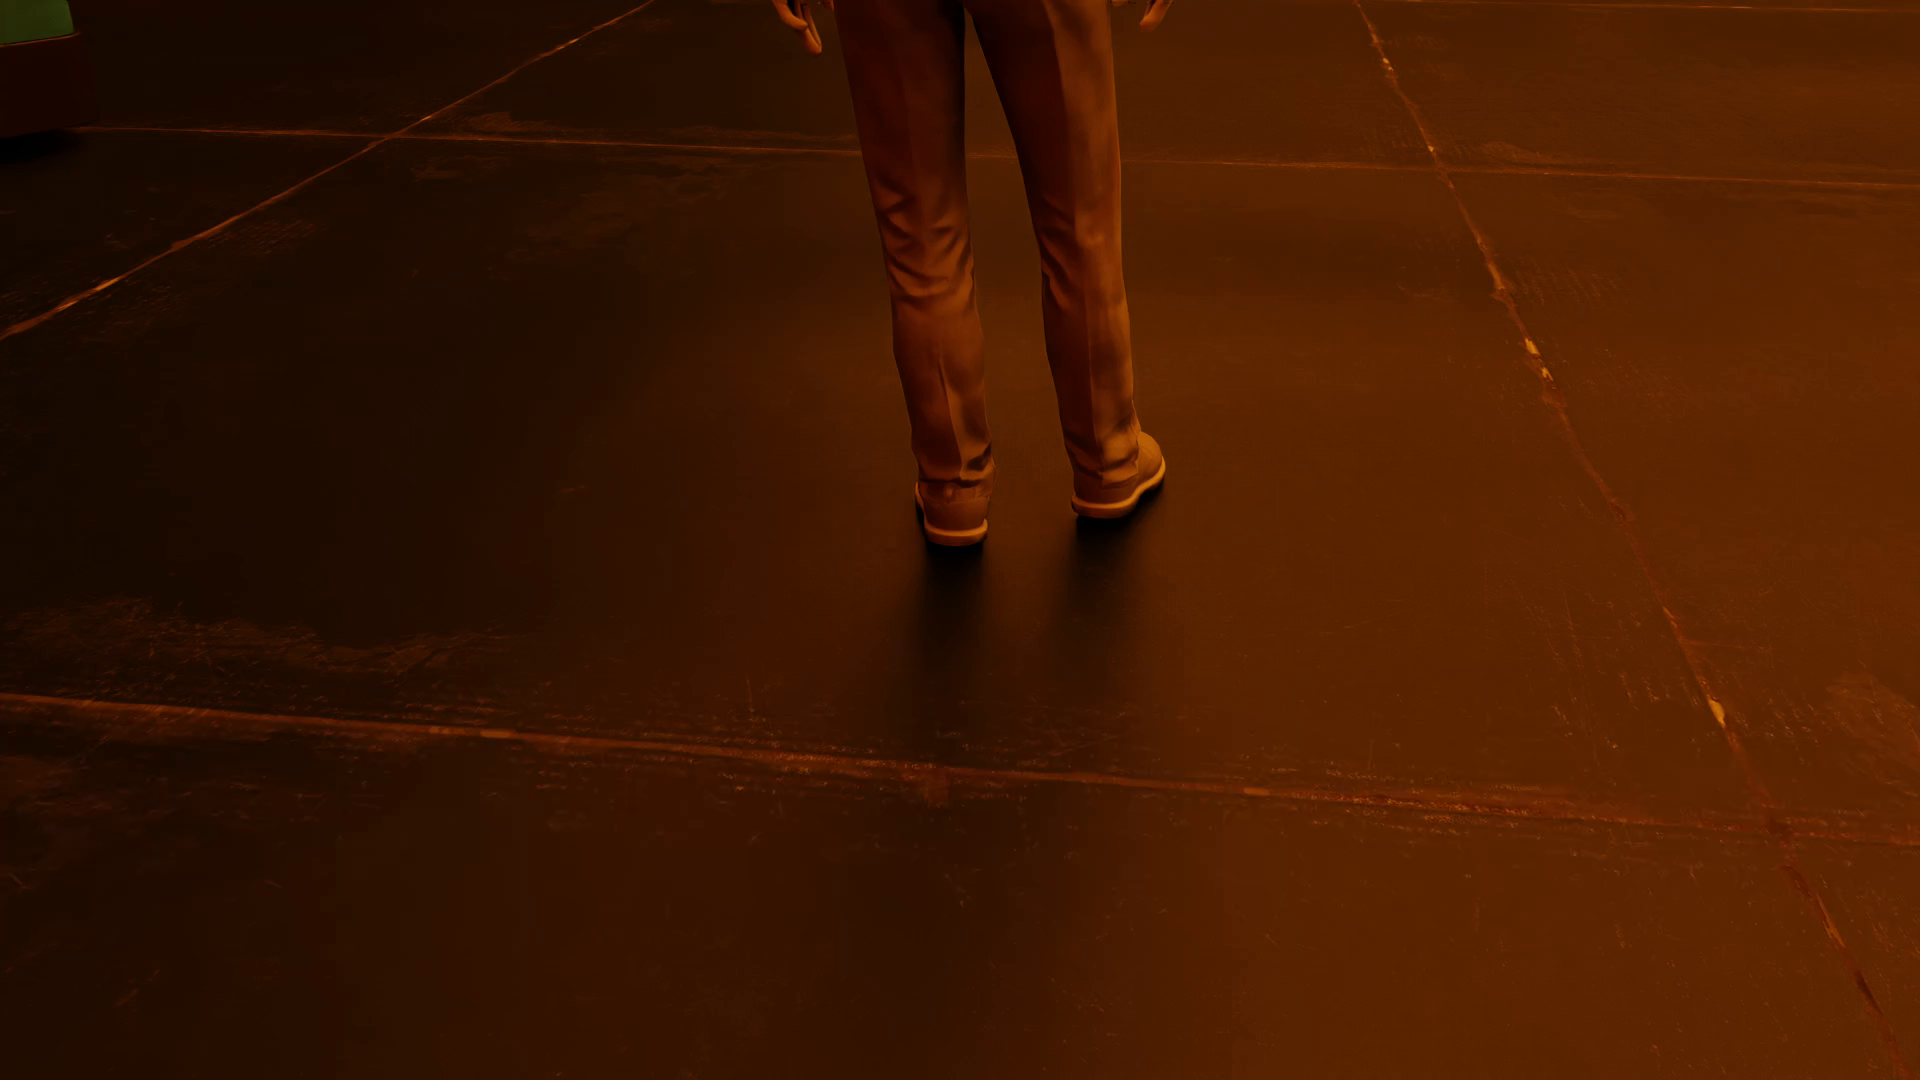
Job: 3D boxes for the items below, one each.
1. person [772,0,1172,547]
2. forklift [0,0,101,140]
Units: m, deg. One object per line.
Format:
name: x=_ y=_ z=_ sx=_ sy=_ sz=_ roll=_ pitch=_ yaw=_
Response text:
person: x=0.015 y=-0.794 z=2.178 sx=0.588 sy=1.695 sz=0.531 roll=3 pitch=27 yaw=7
forklift: x=-3.922 y=-2.683 z=4.595 sx=3.031 sy=2.935 sz=1.130 roll=20 pitch=32 yaw=34
